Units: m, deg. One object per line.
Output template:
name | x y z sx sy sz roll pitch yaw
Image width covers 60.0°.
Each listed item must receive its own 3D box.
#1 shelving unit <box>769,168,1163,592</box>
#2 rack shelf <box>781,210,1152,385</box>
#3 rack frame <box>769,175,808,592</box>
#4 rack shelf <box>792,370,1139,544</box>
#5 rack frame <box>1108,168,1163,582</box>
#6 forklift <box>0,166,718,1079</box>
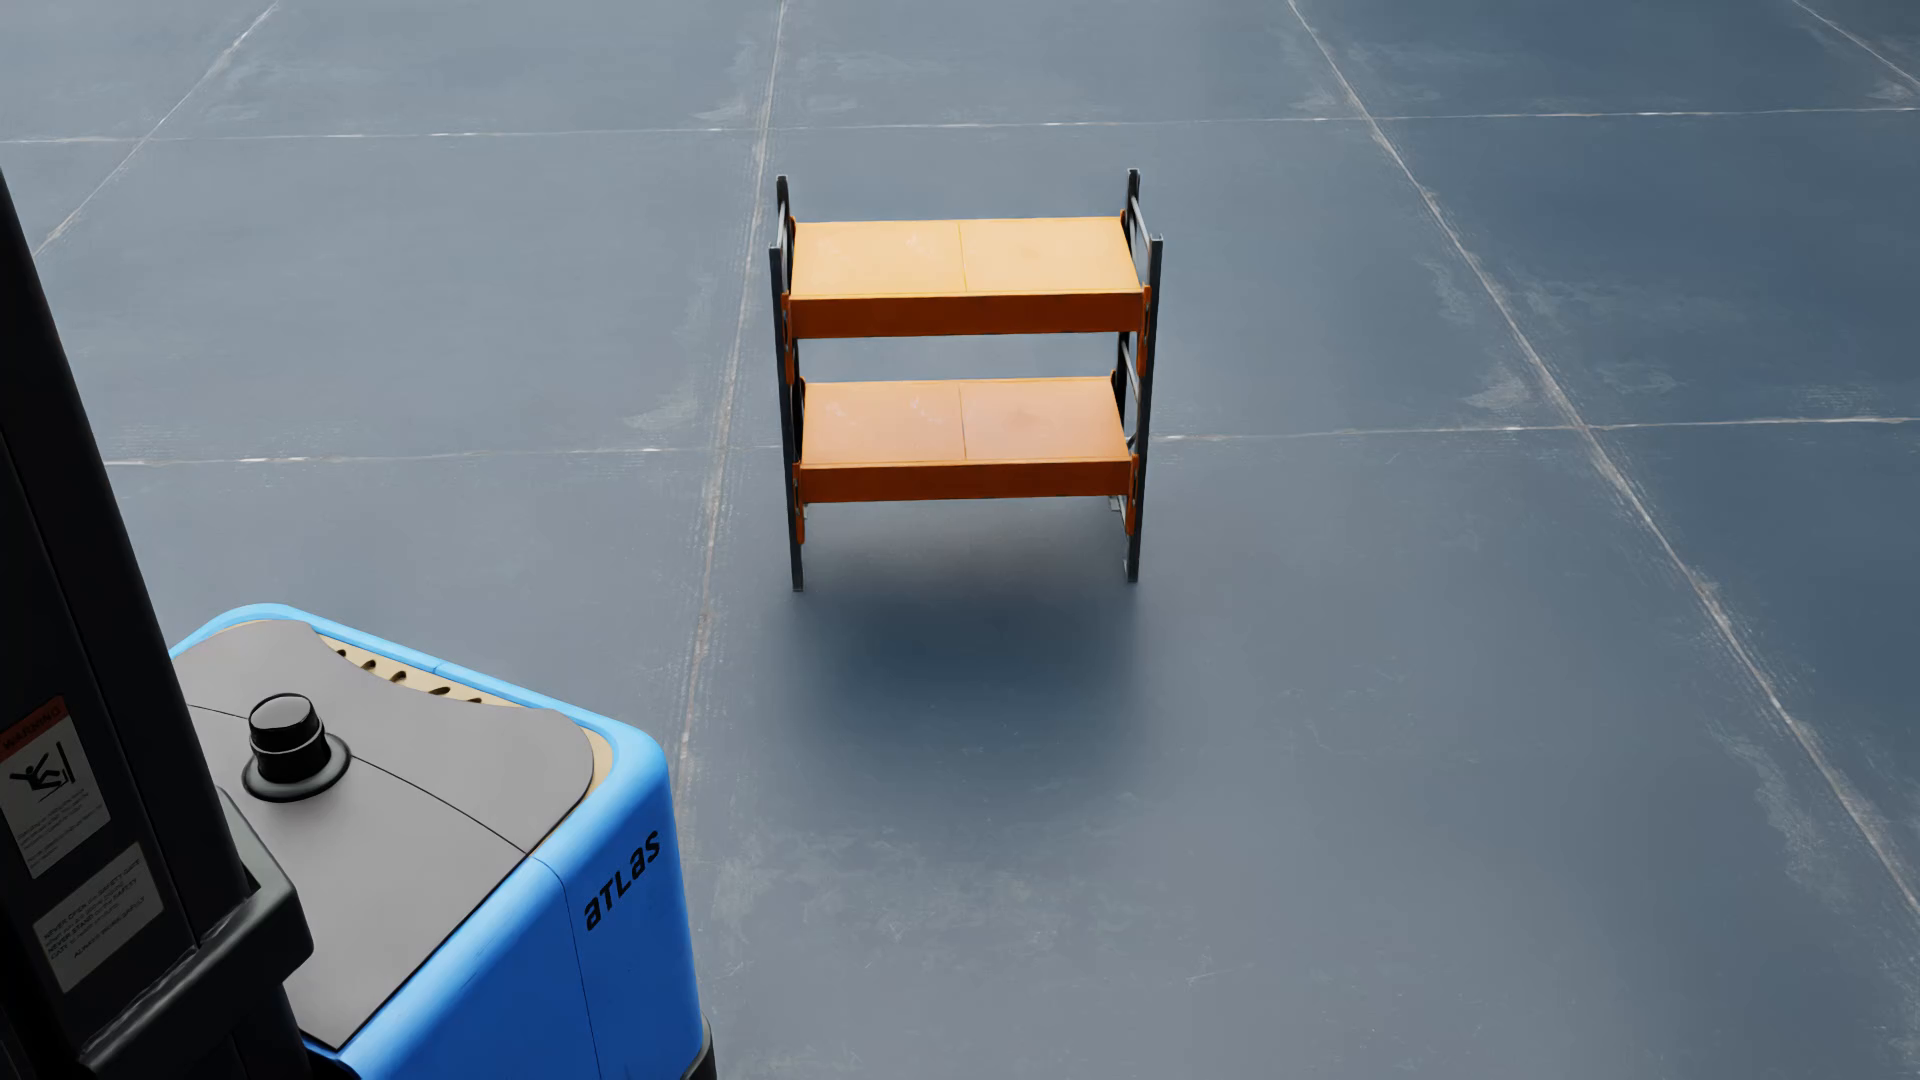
shelving unit | 0.007 -0.463 4.930 1.048 1.125 0.538 -2 35 -2
rack shelf | 0.007 -0.703 4.764 1.000 0.278 0.538 -2 35 -2
rack frame | -0.501 -0.449 4.910 0.032 1.125 0.500 -2 35 -2
rack shelf | 0.007 -0.262 5.069 1.000 0.278 0.538 -2 35 -2
rack frame | 0.515 -0.476 4.950 0.032 1.125 0.500 -2 35 -2
forklift | -1.590 0.652 1.732 1.130 2.935 3.031 15 38 21
